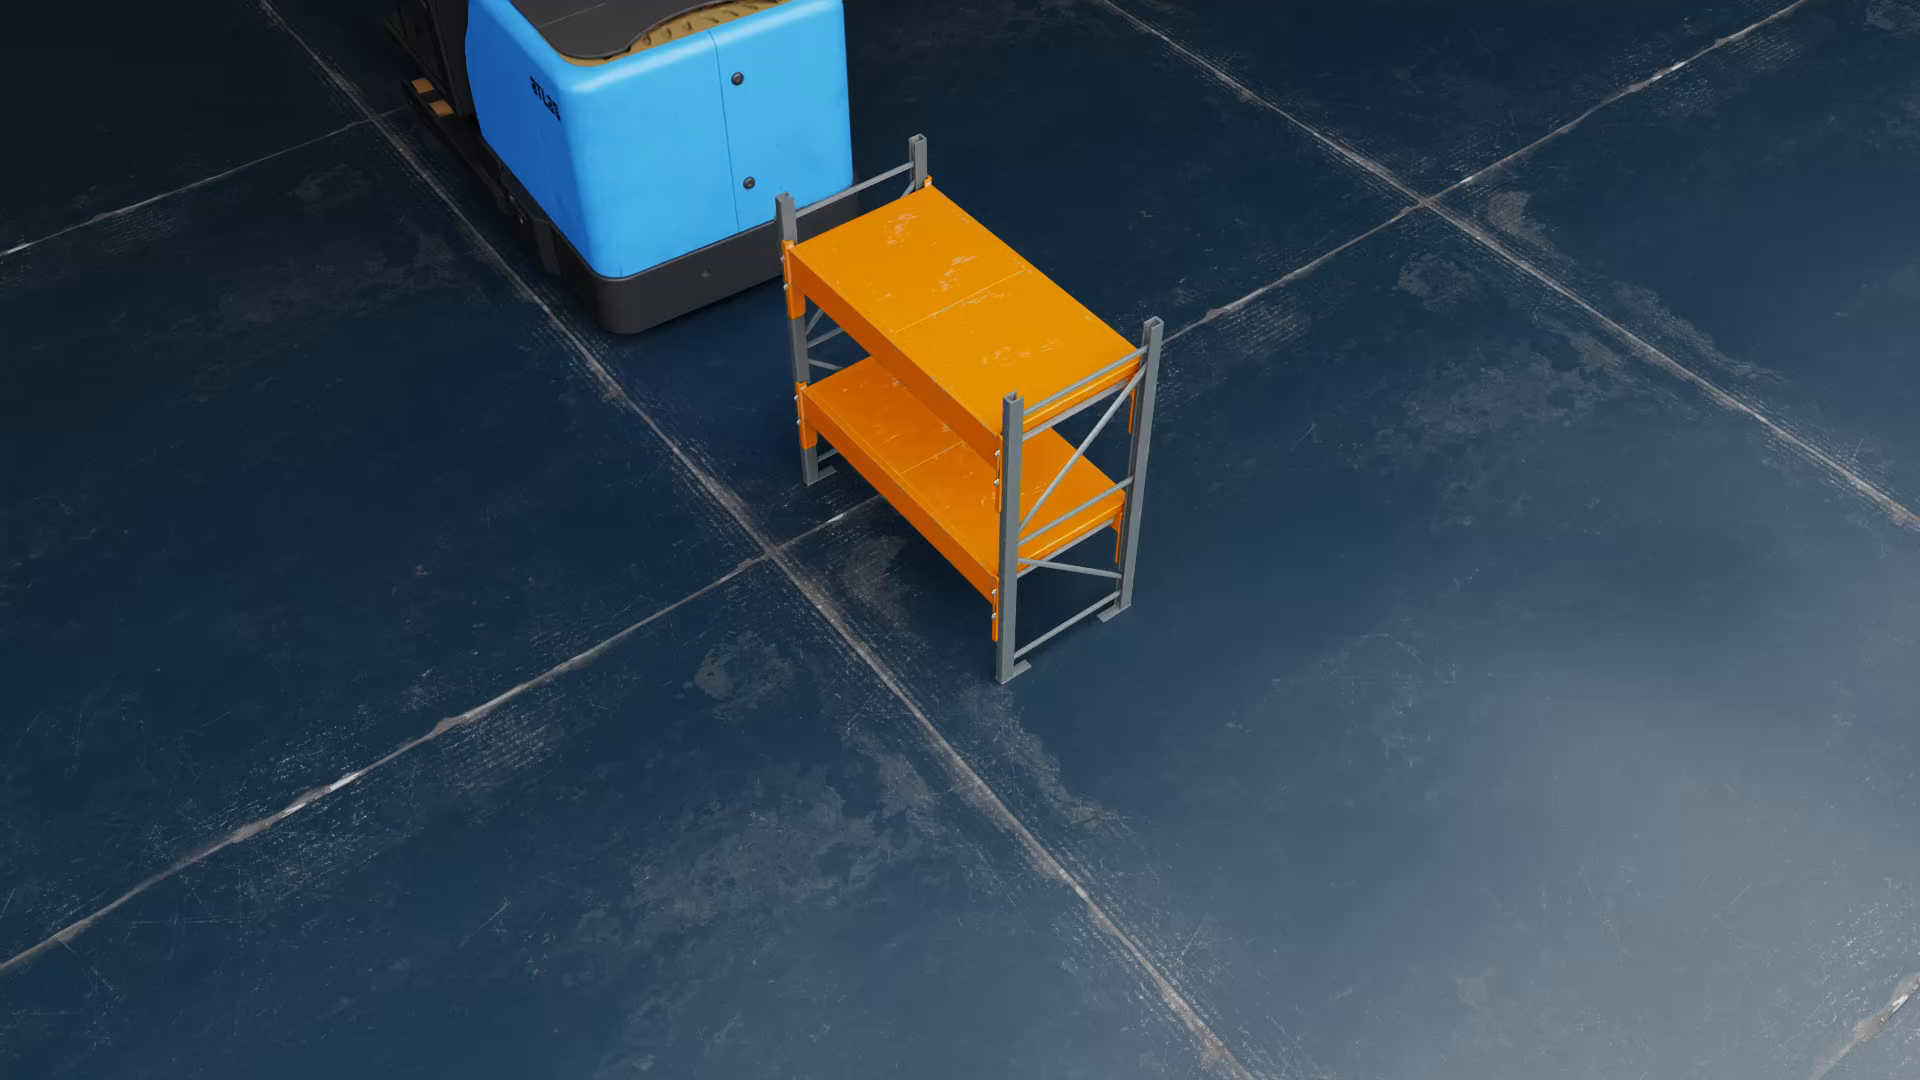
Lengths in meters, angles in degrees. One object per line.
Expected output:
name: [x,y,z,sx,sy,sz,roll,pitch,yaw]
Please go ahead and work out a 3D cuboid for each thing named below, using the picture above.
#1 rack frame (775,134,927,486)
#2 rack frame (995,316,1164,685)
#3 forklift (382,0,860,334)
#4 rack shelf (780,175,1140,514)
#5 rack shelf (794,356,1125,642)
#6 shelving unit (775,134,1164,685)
rack frame: [-0.304,-0.674,5.101,0.500,1.125,0.032,-29,54,-24]
rack frame: [0.312,-0.074,4.558,0.500,1.125,0.032,-29,54,-24]
forklift: [-1.609,-2.769,5.782,1.130,2.935,3.031,-27,53,-22]
rack shelf: [0.004,-0.570,4.613,0.538,0.278,1.000,-29,54,-24]
rack shelf: [0.004,-0.210,5.011,0.538,0.278,1.000,-29,54,-24]
shelving unit: [0.004,-0.374,4.830,0.538,1.125,1.048,-29,54,-24]
